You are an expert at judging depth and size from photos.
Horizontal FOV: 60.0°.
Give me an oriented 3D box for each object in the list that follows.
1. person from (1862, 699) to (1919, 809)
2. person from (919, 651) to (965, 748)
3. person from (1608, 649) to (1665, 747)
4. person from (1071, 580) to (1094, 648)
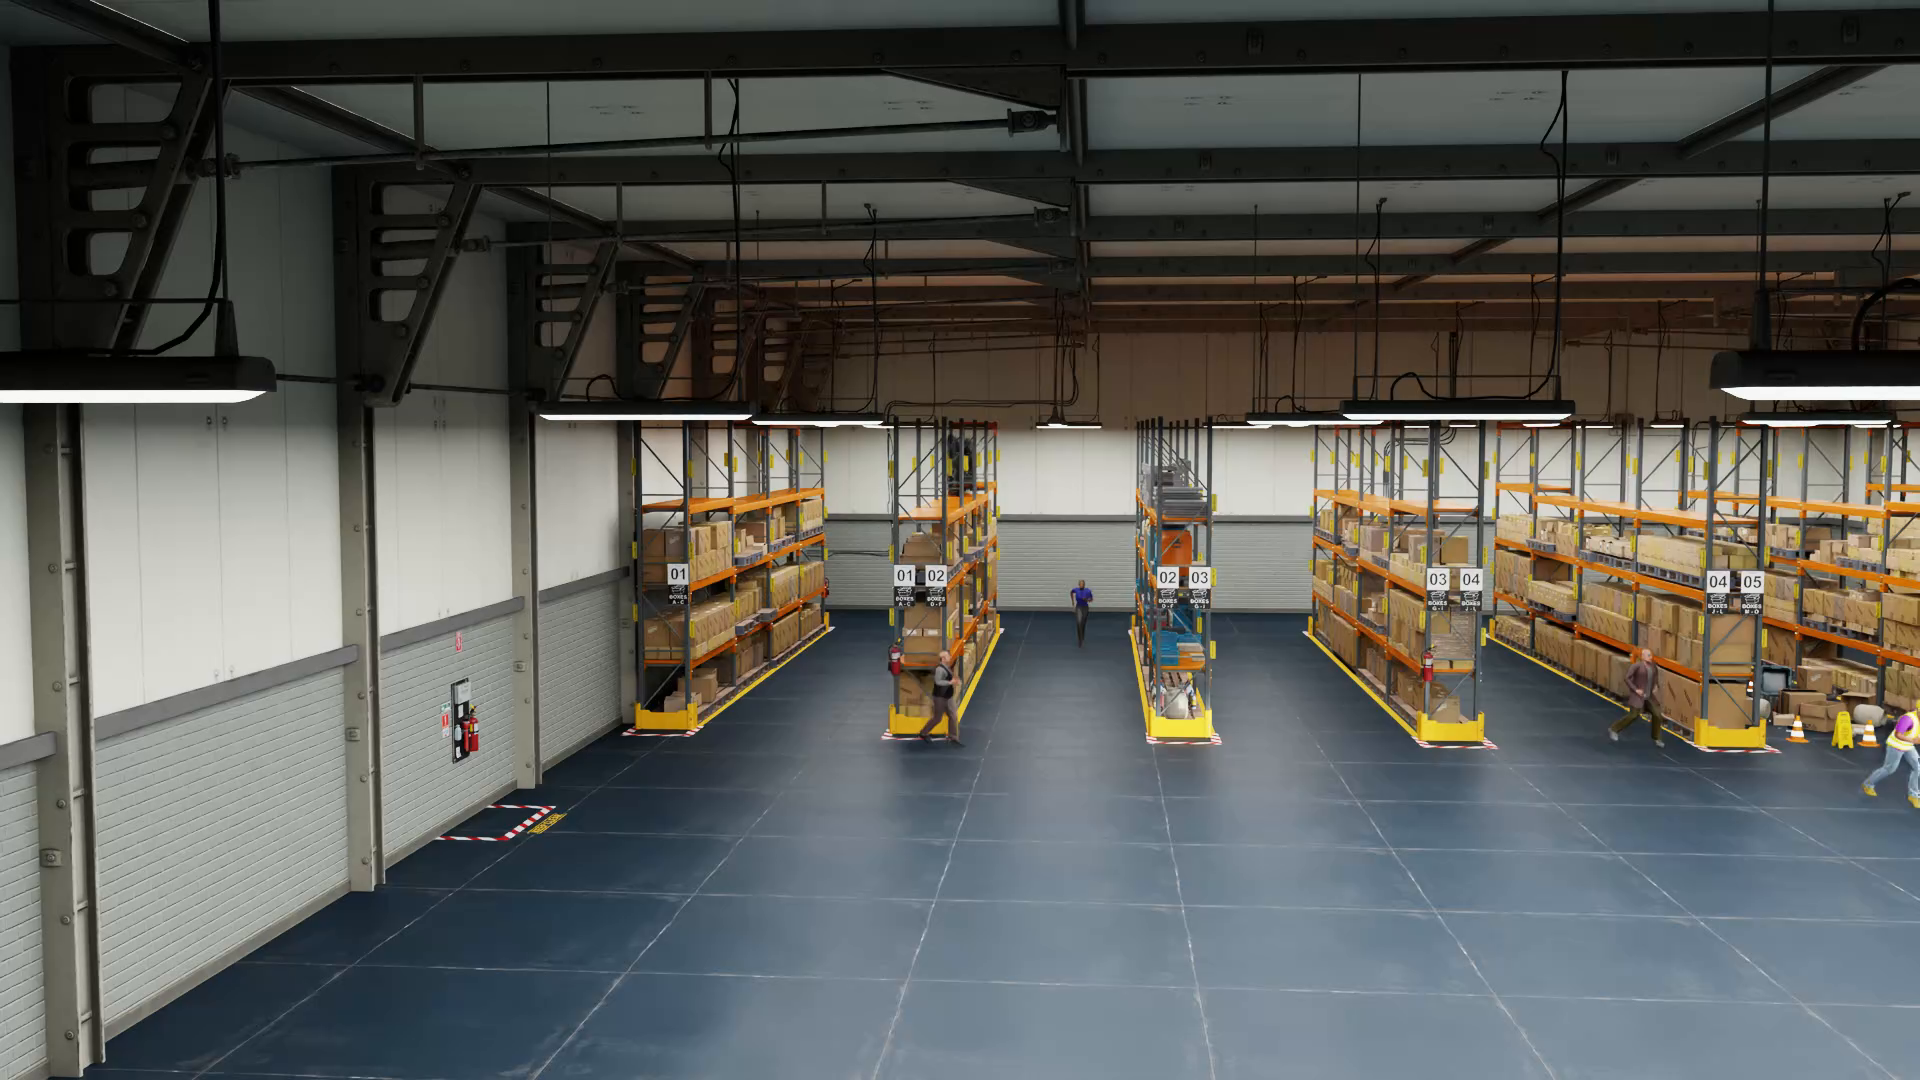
[{"bbox_3d":[14.418,3.246,25.545,0.704,1.717,1.045,-3,5,-35],"label":"person"},{"bbox_3d":[-0.342,2.893,30.148,0.871,1.761,0.635,1,4,19],"label":"person"},{"bbox_3d":[12.443,2.883,30.417,0.933,1.780,0.822,-2,4,-23],"label":"person"},{"bbox_3d":[3.146,1.876,42.882,0.574,1.720,0.882,0,4,1],"label":"person"}]
